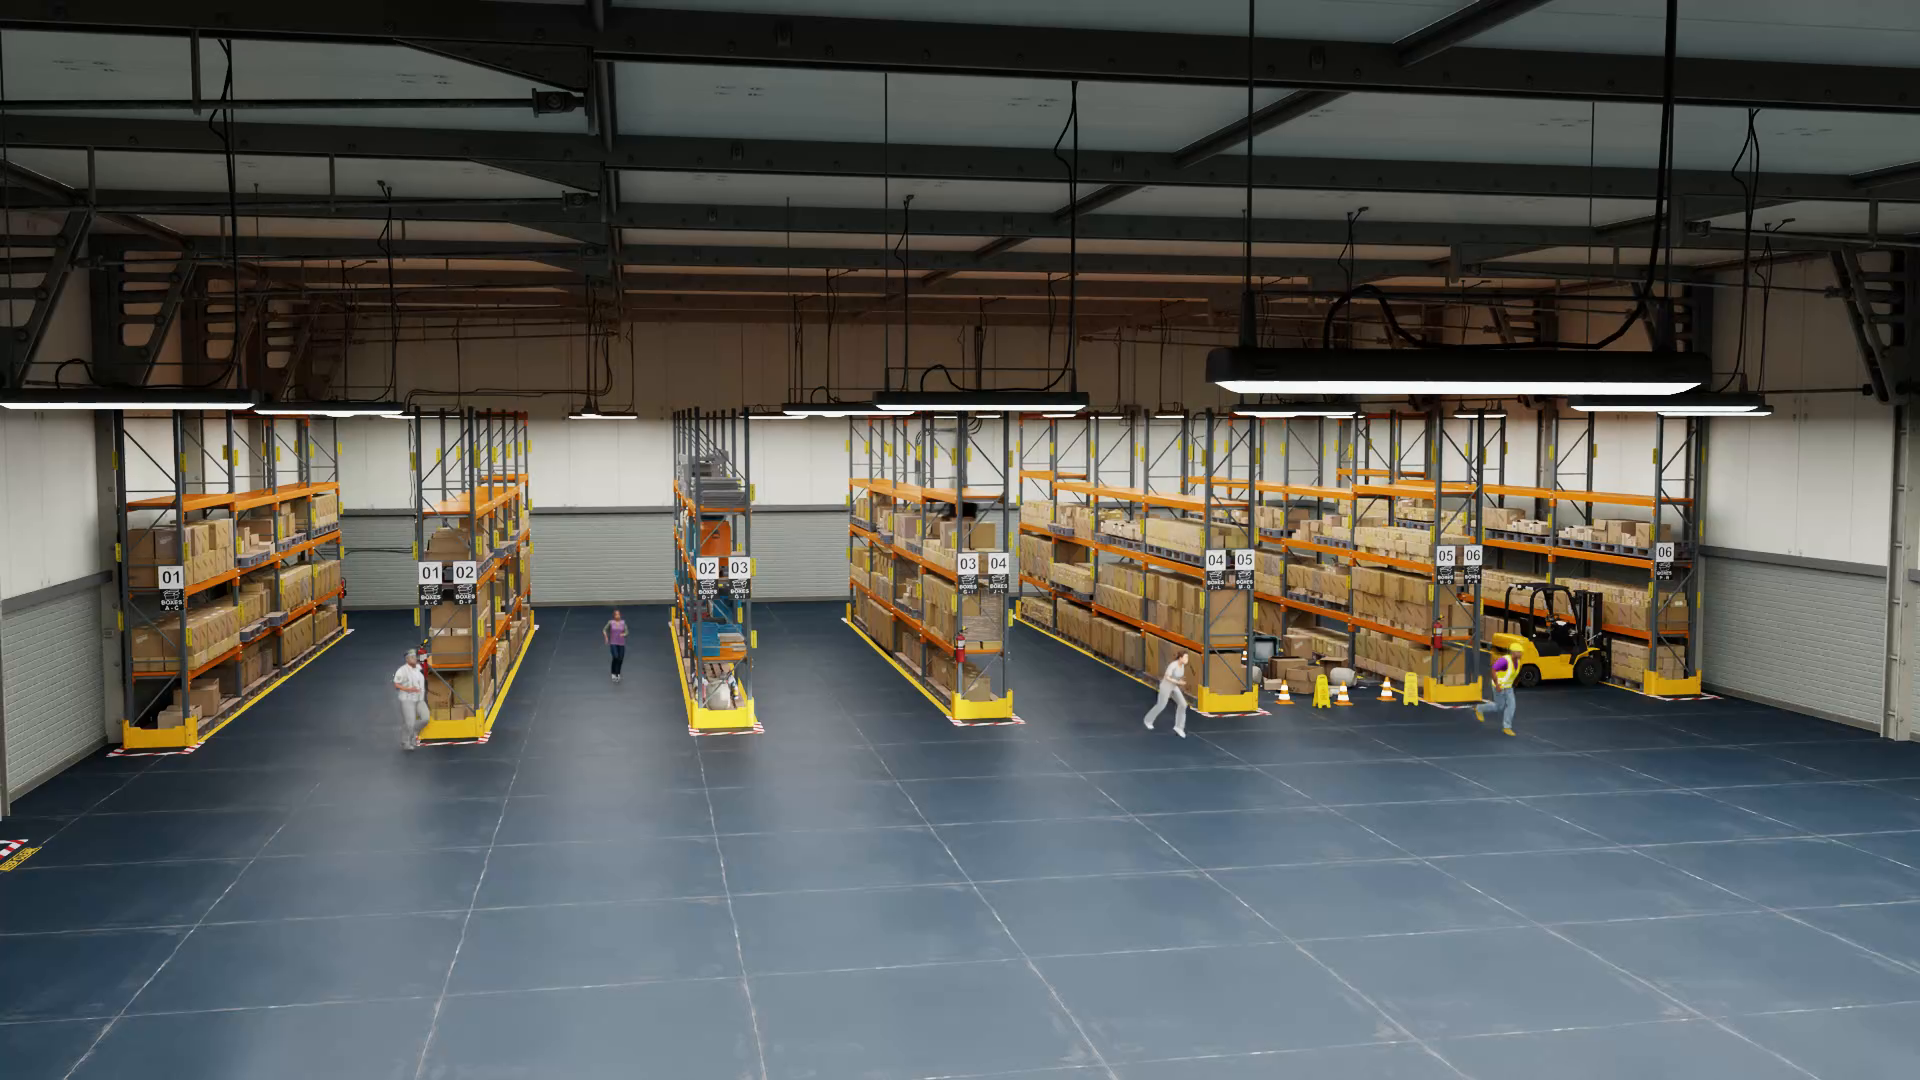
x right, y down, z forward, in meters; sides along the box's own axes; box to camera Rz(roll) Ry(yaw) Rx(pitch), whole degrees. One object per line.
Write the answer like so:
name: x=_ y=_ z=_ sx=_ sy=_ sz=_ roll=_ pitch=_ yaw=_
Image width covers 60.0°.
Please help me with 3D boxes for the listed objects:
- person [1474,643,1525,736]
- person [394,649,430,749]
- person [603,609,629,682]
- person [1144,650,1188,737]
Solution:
person: x=9.955 y=2.719 z=30.670 sx=0.683 sy=1.708 sz=0.970 roll=-4 pitch=6 yaw=-43
person: x=-9.516 y=2.782 z=29.030 sx=0.572 sy=1.776 sz=0.665 roll=3 pitch=5 yaw=32
person: x=-7.537 y=2.324 z=36.532 sx=0.506 sy=1.592 sz=0.662 roll=-2 pitch=4 yaw=-25
person: x=3.787 y=2.789 z=30.514 sx=0.953 sy=1.621 sz=0.606 roll=3 pitch=5 yaw=39
